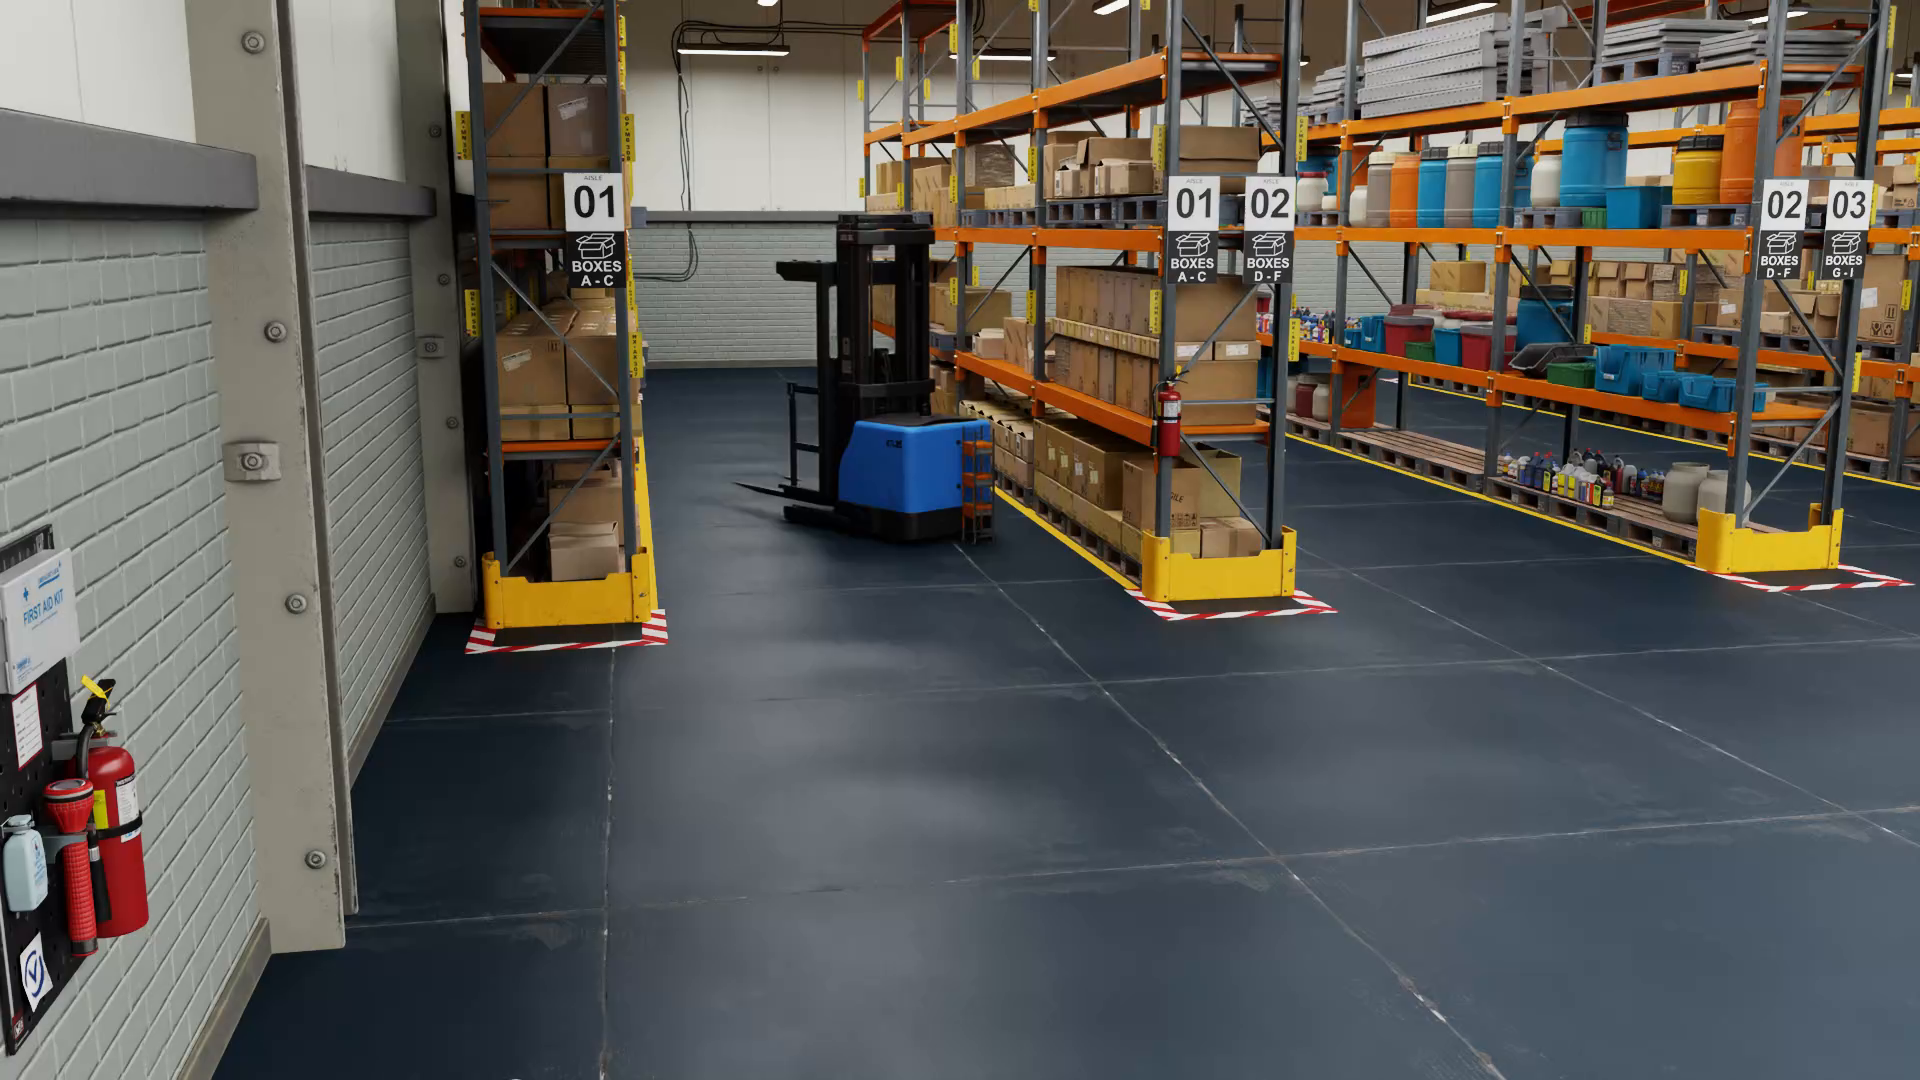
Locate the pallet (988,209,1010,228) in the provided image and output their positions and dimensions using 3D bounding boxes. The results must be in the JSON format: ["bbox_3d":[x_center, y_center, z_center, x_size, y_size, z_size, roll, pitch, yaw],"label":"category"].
[{"bbox_3d":[0.899,-3.576,18.500,1.003,0.211,1.213,-2,11,-8],"label":"pallet"}]

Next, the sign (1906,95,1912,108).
[{"bbox_3d":[17.796,-8.174,31.205,0.100,0.325,0.005,-2,11,-11],"label":"sign"}]

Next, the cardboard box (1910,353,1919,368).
[{"bbox_3d":[10.702,-1.974,18.270,0.380,0.149,0.250,-2,11,-11],"label":"cardboard box"}]

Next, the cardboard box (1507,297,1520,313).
[{"bbox_3d":[9.056,-3.759,26.581,0.500,0.250,0.500,-2,11,-12],"label":"cardboard box"}]

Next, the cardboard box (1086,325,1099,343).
[{"bbox_3d":[1.354,-1.863,15.015,0.380,0.149,0.250,-2,11,-13],"label":"cardboard box"}]

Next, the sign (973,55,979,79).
[{"bbox_3d":[0.224,-6.760,23.779,0.100,0.325,0.005,-2,11,-11],"label":"sign"}]

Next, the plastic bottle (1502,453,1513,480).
[{"bbox_3d":[5.728,-0.769,17.388,0.097,0.271,0.097,0,11,0],"label":"plastic bottle"}]

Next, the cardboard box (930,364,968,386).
[{"bbox_3d":[-0.171,-2.239,22.494,0.500,0.250,0.500,-2,11,-12],"label":"cardboard box"}]

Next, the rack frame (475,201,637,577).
[{"bbox_3d":[-2.843,-0.874,11.817,1.000,3.000,0.127,-2,11,-11],"label":"rack frame"}]

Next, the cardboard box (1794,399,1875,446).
[{"bbox_3d":[10.673,-1.440,20.302,0.700,0.500,0.500,-3,11,-16],"label":"cardboard box"}]

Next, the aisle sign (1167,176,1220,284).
[{"bbox_3d":[1.740,-2.309,12.405,0.394,0.787,0.004,-2,11,-11],"label":"aisle sign"}]

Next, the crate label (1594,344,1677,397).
[{"bbox_3d":[6.251,-1.579,15.429,0.502,0.435,0.616,-2,11,-11],"label":"crate label"}]

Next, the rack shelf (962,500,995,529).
[{"bbox_3d":[0.164,-0.217,15.123,0.215,0.259,0.240,-5,12,-25],"label":"rack shelf"}]

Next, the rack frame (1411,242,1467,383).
[{"bbox_3d":[8.621,-4.348,30.074,1.000,3.000,0.127,-2,11,-11],"label":"rack frame"}]

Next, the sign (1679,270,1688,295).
[{"bbox_3d":[9.633,-3.429,22.148,0.100,0.325,0.005,-2,11,-11],"label":"sign"}]

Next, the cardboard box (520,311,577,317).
[{"bbox_3d":[-3.735,-1.818,15.121,0.500,0.500,0.500,-2,11,-12],"label":"cardboard box"}]

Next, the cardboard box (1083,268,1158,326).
[{"bbox_3d":[1.526,-2.209,15.095,0.700,0.500,0.500,-2,11,-11],"label":"cardboard box"}]

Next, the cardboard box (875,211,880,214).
[{"bbox_3d":[-1.063,-5.101,26.409,0.500,0.250,0.500,-2,11,-11],"label":"cardboard box"}]

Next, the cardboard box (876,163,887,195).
[{"bbox_3d":[-0.967,-5.814,26.812,0.700,0.500,0.500,-2,11,-11],"label":"cardboard box"}]

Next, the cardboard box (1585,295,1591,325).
[{"bbox_3d":[9.439,-3.387,24.753,0.500,0.500,0.500,-2,11,-12],"label":"cardboard box"}]

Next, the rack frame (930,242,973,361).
[{"bbox_3d":[-0.319,-3.255,24.331,1.000,3.000,0.127,-2,11,-11],"label":"rack frame"}]

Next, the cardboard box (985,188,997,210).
[{"bbox_3d":[0.602,-4.047,19.744,0.500,0.250,0.500,-3,11,-15],"label":"cardboard box"}]

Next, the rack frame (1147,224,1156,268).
[{"bbox_3d":[3.763,-4.168,29.128,1.000,3.000,0.127,-2,11,-11],"label":"rack frame"}]

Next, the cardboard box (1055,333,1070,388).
[{"bbox_3d":[1.329,-1.756,16.186,0.700,0.500,0.500,-2,11,-12],"label":"cardboard box"}]

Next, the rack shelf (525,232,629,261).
[{"bbox_3d":[-4.010,-3.094,17.386,1.077,0.370,4.000,-2,11,-11],"label":"rack shelf"}]

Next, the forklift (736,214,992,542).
[{"bbox_3d":[-1.061,-1.639,16.023,1.130,2.935,3.031,-9,14,-41],"label":"forklift"}]

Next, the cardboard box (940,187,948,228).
[{"bbox_3d":[0.242,-4.217,21.092,0.910,0.500,0.500,-2,11,-11],"label":"cardboard box"}]

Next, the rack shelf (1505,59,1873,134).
[{"bbox_3d":[6.485,-3.998,15.181,1.077,0.370,4.000,-2,11,-11],"label":"rack shelf"}]

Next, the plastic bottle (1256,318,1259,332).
[{"bbox_3d":[4.343,-3.131,24.210,0.097,0.201,0.097,0,11,0],"label":"plastic bottle"}]

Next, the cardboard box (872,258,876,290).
[{"bbox_3d":[-1.160,-4.343,27.102,0.500,0.500,0.500,-2,11,-10],"label":"cardboard box"}]

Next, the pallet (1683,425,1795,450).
[{"bbox_3d":[10.327,-1.368,21.873,1.003,0.211,1.213,-2,11,-11],"label":"pallet"}]

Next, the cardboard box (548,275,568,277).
[{"bbox_3d":[-4.936,-3.177,20.799,0.500,0.250,0.500,-2,11,-12],"label":"cardboard box"}]

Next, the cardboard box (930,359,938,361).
[{"bbox_3d":[-0.689,-2.589,26.332,0.797,0.503,0.637,-2,11,-11],"label":"cardboard box"}]

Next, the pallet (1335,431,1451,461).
[{"bbox_3d":[5.431,-1.188,20.926,1.003,0.211,1.213,-2,11,-11],"label":"pallet"}]

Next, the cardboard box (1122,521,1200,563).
[{"bbox_3d":[1.621,0.002,13.446,0.500,0.250,0.500,-2,11,-11],"label":"cardboard box"}]

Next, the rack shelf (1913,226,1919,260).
[{"bbox_3d":[11.344,-2.901,16.371,1.077,0.370,4.000,-2,11,-11],"label":"rack shelf"}]

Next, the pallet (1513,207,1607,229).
[{"bbox_3d":[6.333,-3.219,16.625,1.213,0.211,1.003,-2,11,-11],"label":"pallet"}]

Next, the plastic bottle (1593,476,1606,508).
[{"bbox_3d":[6.047,-0.457,15.718,0.061,0.283,0.133,-2,11,-10],"label":"plastic bottle"}]

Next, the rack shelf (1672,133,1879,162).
[{"bbox_3d":[13.895,-6.736,28.504,1.077,0.370,4.000,-2,11,-11],"label":"rack shelf"}]

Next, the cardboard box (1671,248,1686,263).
[{"bbox_3d":[13.333,-5.105,30.311,0.500,0.500,0.500,-2,11,-11],"label":"cardboard box"}]

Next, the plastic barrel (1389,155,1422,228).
[{"bbox_3d":[5.392,-4.107,19.635,0.600,0.830,0.708,-2,11,-11],"label":"plastic barrel"}]

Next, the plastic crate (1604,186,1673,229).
[{"bbox_3d":[6.208,-3.038,15.211,0.392,0.384,0.575,-2,11,-11],"label":"plastic crate"}]

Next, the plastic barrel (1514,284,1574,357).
[{"bbox_3d":[6.318,-2.296,17.948,0.600,0.901,0.708,-2,11,-11],"label":"plastic barrel"}]

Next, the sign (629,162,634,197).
[{"bbox_3d":[-3.091,-3.356,15.454,0.100,0.325,0.005,-2,11,-11],"label":"sign"}]

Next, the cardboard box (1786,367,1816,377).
[{"bbox_3d":[13.911,-2.775,27.512,0.380,0.149,0.250,-2,11,-10],"label":"cardboard box"}]

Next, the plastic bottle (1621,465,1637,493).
[{"bbox_3d":[6.632,-0.614,16.559,0.152,0.276,0.135,-2,11,-10],"label":"plastic bottle"}]

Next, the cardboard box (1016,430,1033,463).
[{"bbox_3d":[0.877,-0.983,17.123,0.500,0.311,0.500,-2,11,-11],"label":"cardboard box"}]

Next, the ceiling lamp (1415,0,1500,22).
[{"bbox_3d":[7.448,-9.198,23.897,0.800,3.185,2.000,-2,11,-11],"label":"ceiling lamp"}]

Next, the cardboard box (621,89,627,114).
[{"bbox_3d":[-2.728,-3.071,12.343,0.500,0.500,0.500,-2,11,-12],"label":"cardboard box"}]

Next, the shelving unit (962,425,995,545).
[{"bbox_3d":[0.164,-0.500,15.069,0.215,1.050,0.252,-5,12,-25],"label":"shelving unit"}]

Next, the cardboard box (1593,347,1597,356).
[{"bbox_3d":[9.897,-2.335,24.054,1.225,0.875,0.875,-2,11,-11],"label":"cardboard box"}]

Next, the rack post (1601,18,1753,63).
[{"bbox_3d":[6.467,-4.498,15.017,0.937,0.300,0.954,-2,11,-12],"label":"rack post"}]

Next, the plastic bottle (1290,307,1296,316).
[{"bbox_3d":[4.899,-3.249,24.427,0.144,0.351,0.185,-2,11,-11],"label":"plastic bottle"}]

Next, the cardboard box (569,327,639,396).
[{"bbox_3d":[-2.728,-1.368,12.755,0.500,0.500,0.500,-2,11,-11],"label":"cardboard box"}]

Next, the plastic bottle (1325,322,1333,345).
[{"bbox_3d":[4.821,-2.702,21.738,0.061,0.283,0.133,-2,11,-11],"label":"plastic bottle"}]

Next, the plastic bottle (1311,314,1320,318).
[{"bbox_3d":[5.130,-3.129,23.999,0.152,0.276,0.135,-2,11,-11],"label":"plastic bottle"}]

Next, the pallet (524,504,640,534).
[{"bbox_3d":[-3.456,-0.115,15.292,1.003,0.211,1.213,-2,11,-11],"label":"pallet"}]

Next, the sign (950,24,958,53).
[{"bbox_3d":[-0.071,-5.945,19.708,0.100,0.325,0.005,-2,11,-11],"label":"sign"}]

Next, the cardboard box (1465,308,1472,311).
[{"bbox_3d":[8.719,-3.818,27.958,0.380,0.149,0.250,-2,11,-10],"label":"cardboard box"}]
